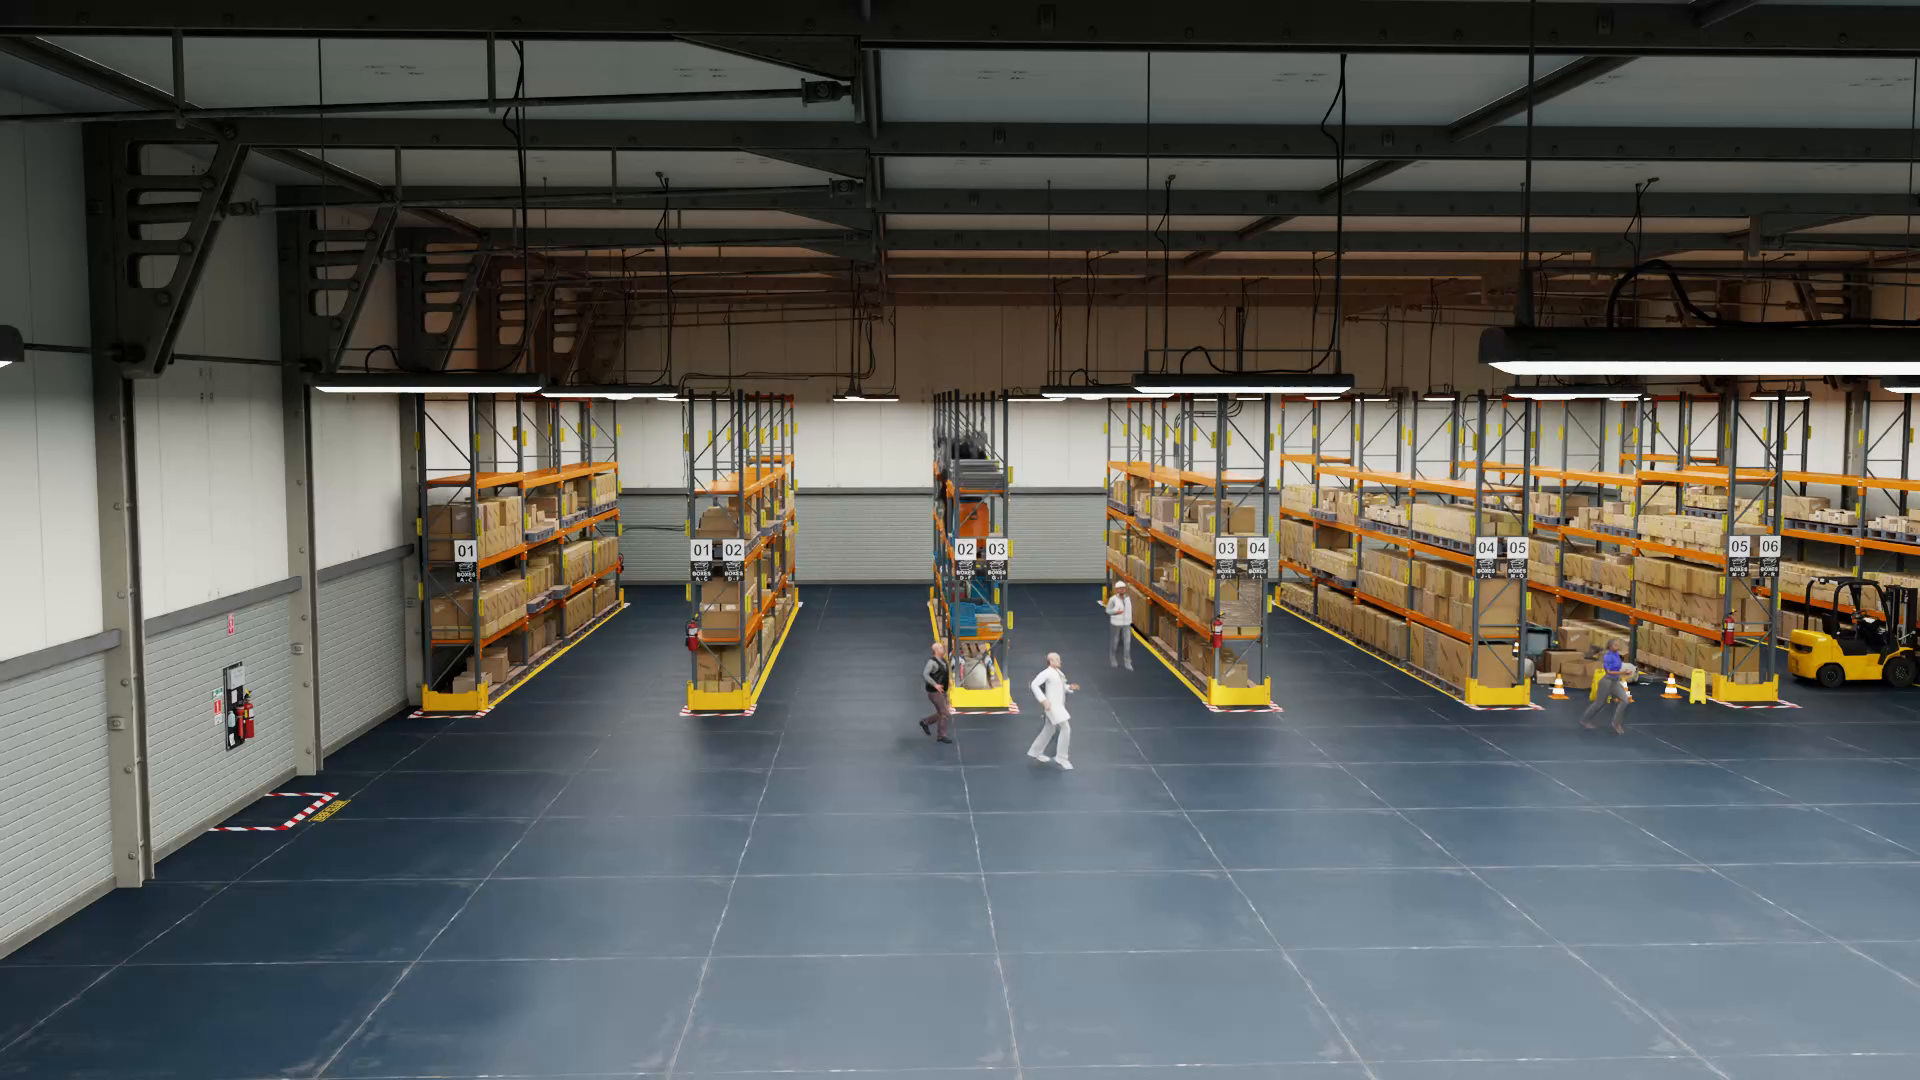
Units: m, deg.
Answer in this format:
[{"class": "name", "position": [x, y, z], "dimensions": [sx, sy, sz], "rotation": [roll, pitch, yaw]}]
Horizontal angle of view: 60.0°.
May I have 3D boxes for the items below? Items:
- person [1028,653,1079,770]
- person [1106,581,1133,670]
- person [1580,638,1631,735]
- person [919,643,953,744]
[{"class": "person", "position": [1.466, 2.696, 26.248], "dimensions": [0.857, 1.849, 0.673], "rotation": [1, 5, 17]}, {"class": "person", "position": [3.305, 1.750, 34.120], "dimensions": [0.657, 1.816, 0.881], "rotation": [-1, 5, -15]}, {"class": "person", "position": [11.305, 2.543, 28.962], "dimensions": [0.582, 1.689, 0.878], "rotation": [-4, 6, -40]}, {"class": "person", "position": [-0.424, 2.581, 28.217], "dimensions": [0.674, 1.697, 0.685], "rotation": [2, 5, 22]}]
